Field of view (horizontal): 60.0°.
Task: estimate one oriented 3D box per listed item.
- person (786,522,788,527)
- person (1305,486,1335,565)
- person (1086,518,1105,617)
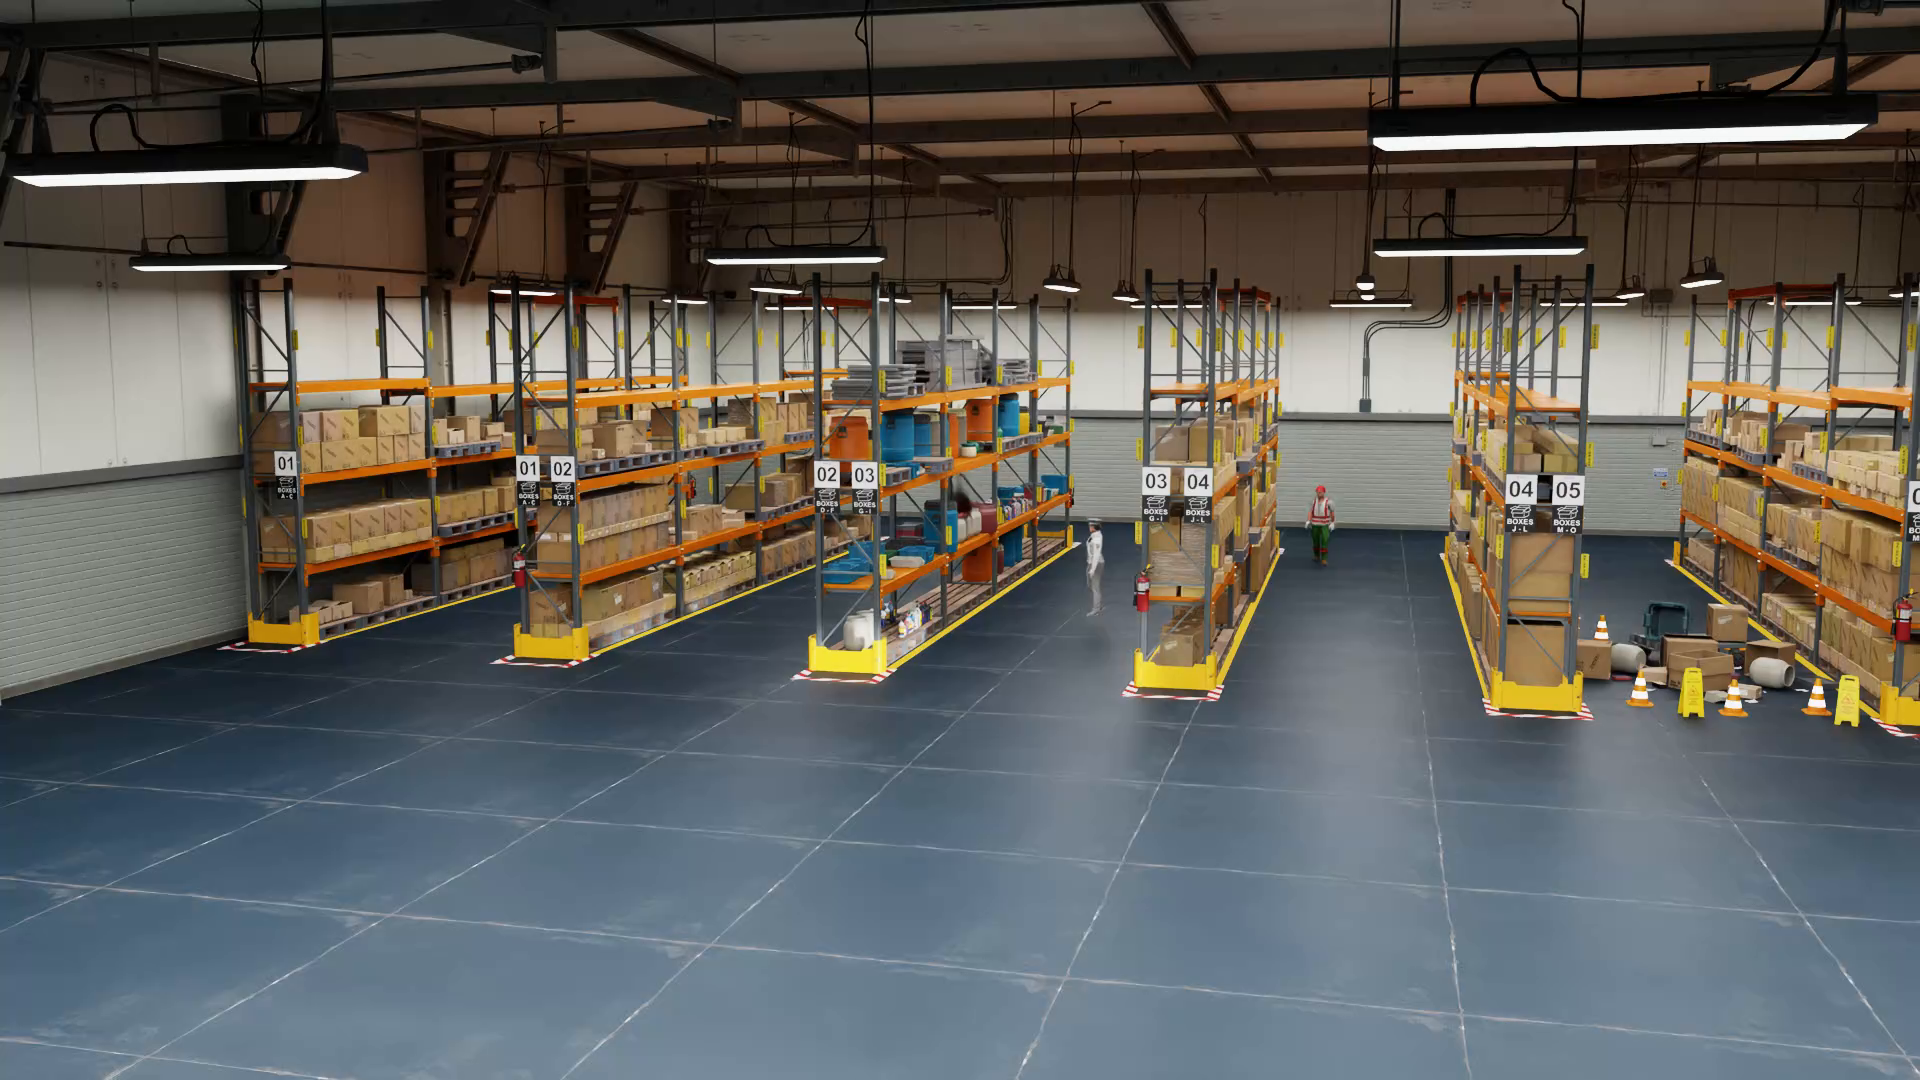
[{"bbox_3d":[-4.331,-0.848,41.472,0.525,1.791,0.555,3,8,25],"label":"person"},{"bbox_3d":[8.067,-0.347,37.259,0.643,1.742,0.975,2,7,12],"label":"person"},{"bbox_3d":[2.329,0.480,28.540,0.396,1.723,0.554,-1,7,-7],"label":"person"}]
